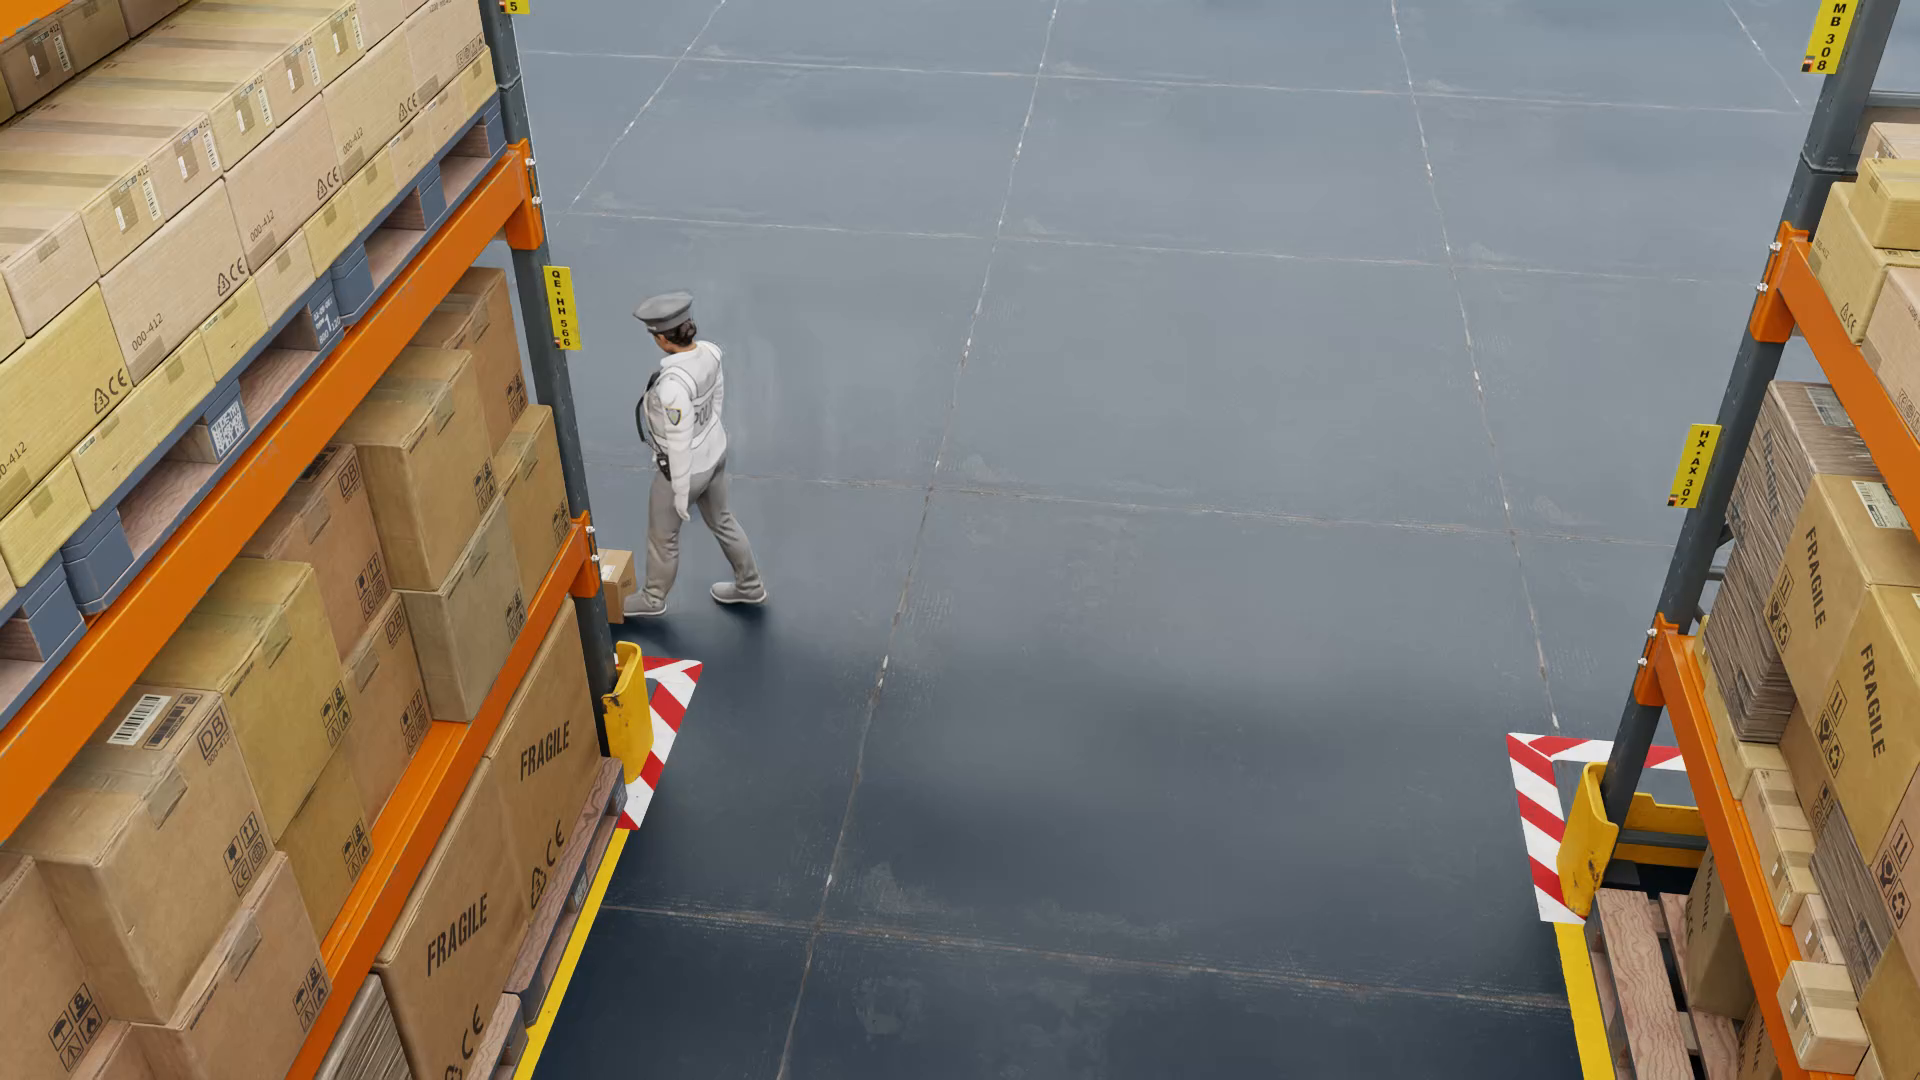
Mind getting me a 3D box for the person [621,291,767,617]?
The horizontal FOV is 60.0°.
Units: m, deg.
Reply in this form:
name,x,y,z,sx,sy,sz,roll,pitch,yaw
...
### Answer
name,x,y,z,sx,sy,sz,roll,pitch,yaw
person,-1.296,-0.362,7.506,0.714,1.646,0.523,9,37,12
